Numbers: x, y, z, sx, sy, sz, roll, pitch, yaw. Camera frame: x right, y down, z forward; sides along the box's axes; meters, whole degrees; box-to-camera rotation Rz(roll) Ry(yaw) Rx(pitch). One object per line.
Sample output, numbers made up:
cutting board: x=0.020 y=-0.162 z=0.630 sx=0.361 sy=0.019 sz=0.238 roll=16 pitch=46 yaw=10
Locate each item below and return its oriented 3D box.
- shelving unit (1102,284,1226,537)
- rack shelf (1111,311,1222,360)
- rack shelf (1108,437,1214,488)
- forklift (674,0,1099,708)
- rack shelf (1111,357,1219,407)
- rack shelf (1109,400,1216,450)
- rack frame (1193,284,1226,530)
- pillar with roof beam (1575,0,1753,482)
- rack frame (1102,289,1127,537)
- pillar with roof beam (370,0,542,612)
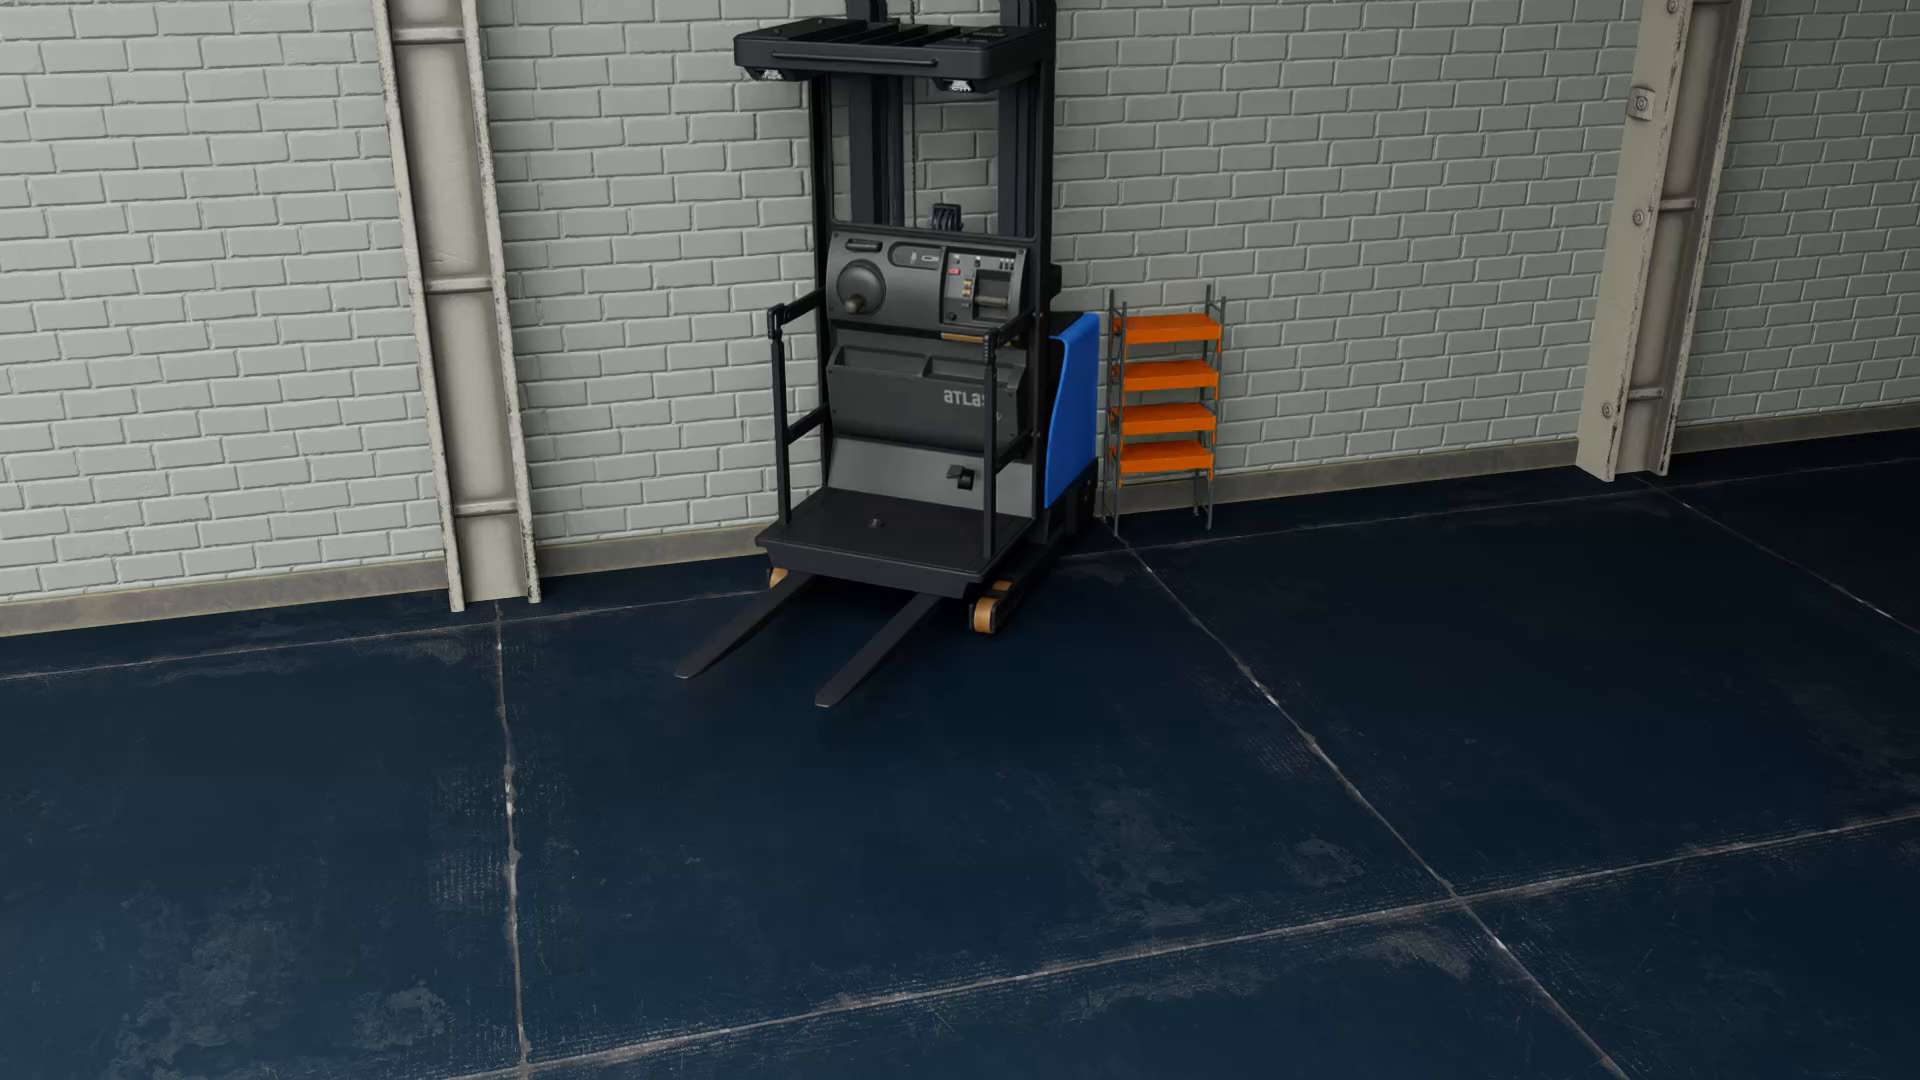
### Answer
shelving unit: x=0.995 y=-0.632 z=8.202 sx=0.503 sy=1.200 sz=0.258 roll=-4 pitch=24 yaw=-10
rack shelf: x=0.995 y=-0.994 z=8.047 sx=0.480 sy=0.148 sz=0.258 roll=-4 pitch=24 yaw=-10
rack shelf: x=0.995 y=-0.388 z=8.307 sx=0.480 sy=0.148 sz=0.258 roll=-4 pitch=24 yaw=-10
forklift: x=-0.234 y=-1.119 z=7.142 sx=1.130 sy=2.935 sz=3.031 roll=9 pitch=25 yaw=20
rack shelf: x=0.995 y=-0.776 z=8.141 sx=0.480 sy=0.148 sz=0.258 roll=-4 pitch=24 yaw=-10
rack shelf: x=0.995 y=-0.571 z=8.229 sx=0.480 sy=0.148 sz=0.258 roll=-4 pitch=24 yaw=-10
rack frame: x=1.235 y=-0.651 z=8.245 sx=0.015 sy=1.200 sz=0.240 roll=-4 pitch=24 yaw=-10
pillar with roof beam: x=4.799 y=-2.895 z=3.584 sx=0.400 sy=9.000 sz=9.100 roll=-6 pitch=24 yaw=-14
rack frame: x=0.756 y=-0.614 z=8.159 sx=0.015 sy=1.200 sz=0.240 roll=-4 pitch=24 yaw=-10
pillar with roof beam: x=-0.978 y=-2.256 z=2.094 sx=0.400 sy=9.000 sz=9.100 roll=-6 pitch=24 yaw=-14
